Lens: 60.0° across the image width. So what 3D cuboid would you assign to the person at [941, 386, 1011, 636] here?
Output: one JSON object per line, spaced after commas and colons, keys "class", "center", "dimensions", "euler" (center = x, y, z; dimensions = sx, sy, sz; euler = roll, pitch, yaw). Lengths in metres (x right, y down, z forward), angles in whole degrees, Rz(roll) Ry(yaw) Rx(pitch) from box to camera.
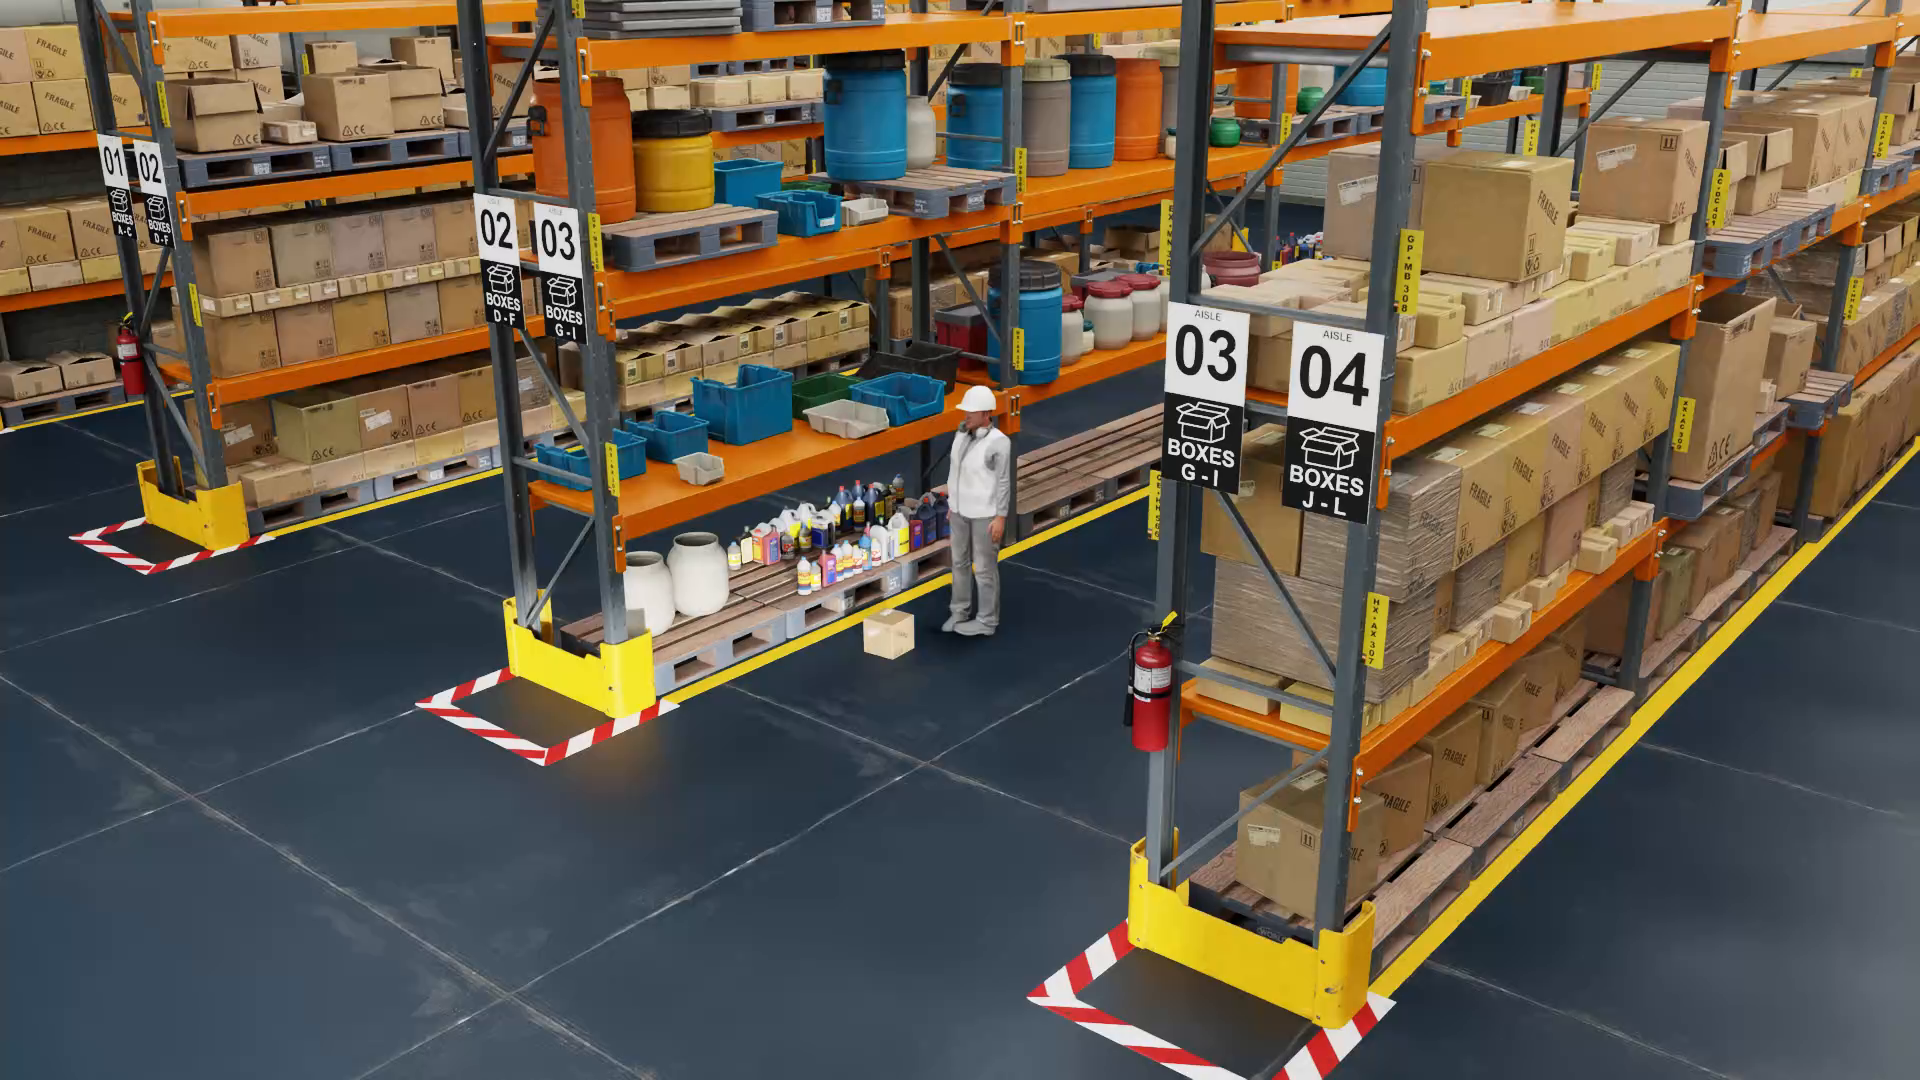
{"class": "person", "center": [0.093, -0.195, 11.548], "dimensions": [0.417, 1.784, 0.552], "euler": [-17, 26, -38]}
